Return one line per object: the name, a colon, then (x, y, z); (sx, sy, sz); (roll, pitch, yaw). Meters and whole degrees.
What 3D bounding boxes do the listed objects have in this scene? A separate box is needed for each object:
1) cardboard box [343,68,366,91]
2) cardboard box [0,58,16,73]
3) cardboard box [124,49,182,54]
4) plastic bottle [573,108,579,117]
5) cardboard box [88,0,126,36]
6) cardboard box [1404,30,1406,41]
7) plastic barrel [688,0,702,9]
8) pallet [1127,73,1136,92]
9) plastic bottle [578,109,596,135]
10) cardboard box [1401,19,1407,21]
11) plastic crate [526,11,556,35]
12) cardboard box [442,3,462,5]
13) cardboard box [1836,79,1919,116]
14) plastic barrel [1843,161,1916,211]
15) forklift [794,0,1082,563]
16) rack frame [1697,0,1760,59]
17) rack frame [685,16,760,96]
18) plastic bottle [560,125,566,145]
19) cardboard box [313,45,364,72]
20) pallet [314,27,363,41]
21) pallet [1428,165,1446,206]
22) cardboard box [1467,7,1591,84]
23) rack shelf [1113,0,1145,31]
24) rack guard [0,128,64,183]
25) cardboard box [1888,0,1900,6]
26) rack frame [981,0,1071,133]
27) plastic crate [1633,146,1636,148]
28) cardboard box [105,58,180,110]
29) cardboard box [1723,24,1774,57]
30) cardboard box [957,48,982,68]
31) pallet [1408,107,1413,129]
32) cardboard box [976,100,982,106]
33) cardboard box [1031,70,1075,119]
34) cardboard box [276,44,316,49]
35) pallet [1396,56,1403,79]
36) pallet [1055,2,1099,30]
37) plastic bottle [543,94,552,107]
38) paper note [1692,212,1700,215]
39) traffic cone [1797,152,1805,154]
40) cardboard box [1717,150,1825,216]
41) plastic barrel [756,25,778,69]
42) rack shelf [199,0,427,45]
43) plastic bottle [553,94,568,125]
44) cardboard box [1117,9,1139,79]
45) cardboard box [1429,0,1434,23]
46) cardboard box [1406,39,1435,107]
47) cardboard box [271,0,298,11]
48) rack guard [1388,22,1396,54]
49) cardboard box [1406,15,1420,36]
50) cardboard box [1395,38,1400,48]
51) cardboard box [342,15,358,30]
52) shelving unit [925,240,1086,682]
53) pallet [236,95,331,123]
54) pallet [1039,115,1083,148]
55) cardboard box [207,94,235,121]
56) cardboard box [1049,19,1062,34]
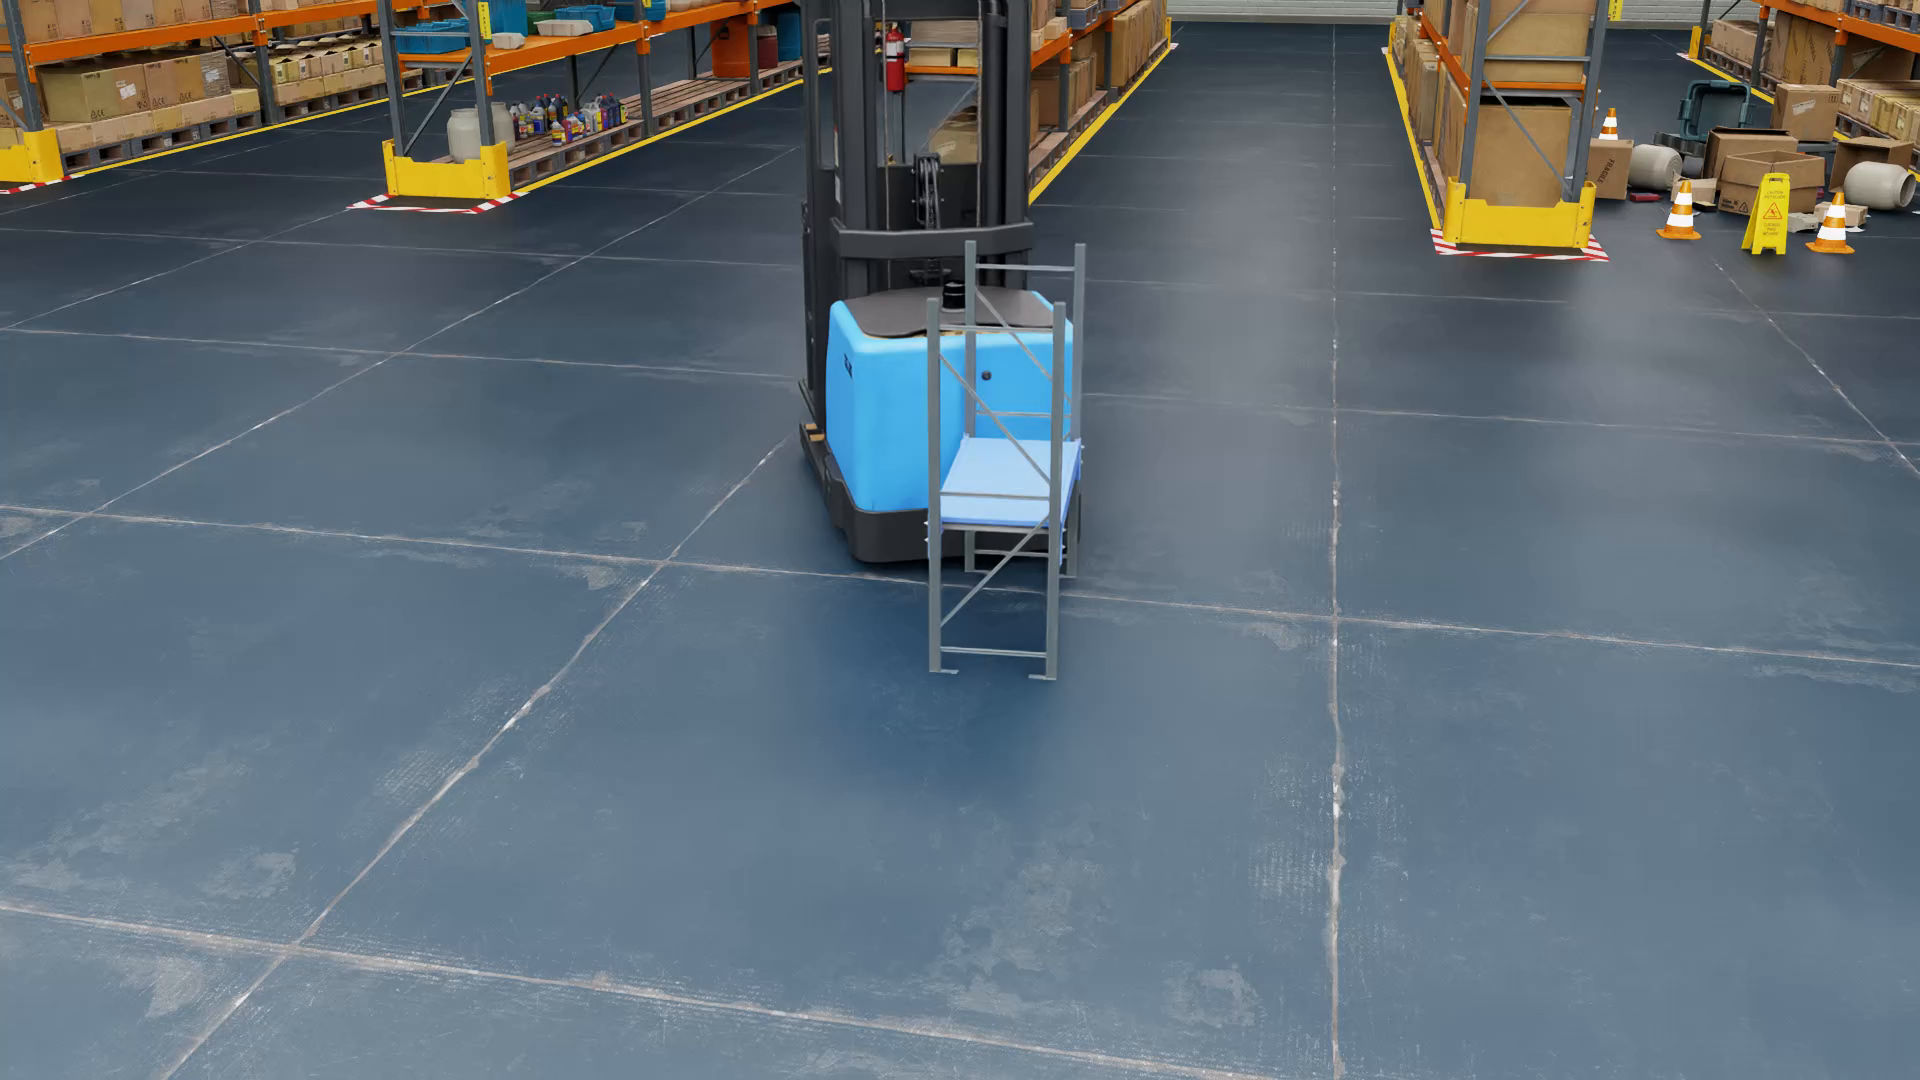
cardboard box: (-8.348, -6.193, 22.334); (0.500, 0.250, 0.500); (5, 22, 12)
cardboard box: (-13.502, -6.650, 23.108); (0.700, 0.500, 0.500); (5, 22, 12)
cardboard box: (-9.481, -5.521, 19.660); (0.500, 0.500, 0.500); (4, 22, 11)
plastic bottle: (-4.233, -4.651, 18.433); (0.061, 0.283, 0.133); (4, 22, 11)
cardboard box: (-9.485, -5.709, 17.881); (0.700, 0.500, 0.500); (5, 22, 11)
cardboard box: (7.010, -7.732, 25.493); (0.380, 0.149, 0.250); (5, 22, 12)
plastic barrel: (-3.490, -7.026, 21.103); (0.433, 0.535, 0.433); (0, 22, 0)
pallet: (2.013, -6.723, 24.264); (1.003, 0.211, 1.213); (4, 22, 11)
plastic bottle: (-4.129, -4.639, 18.415); (0.152, 0.276, 0.135); (5, 22, 12)
cardboard box: (7.470, -8.493, 27.384); (0.380, 0.149, 0.250); (3, 22, 8)
plastic crate: (-4.691, -5.630, 18.102); (0.450, 0.188, 0.662); (4, 22, 11)
cardboard box: (-7.895, -8.377, 26.391); (0.500, 0.250, 0.500); (5, 22, 11)
cardboard box: (11.104, -5.303, 19.962); (0.950, 0.372, 0.625); (3, 22, 7)
plastic barrel: (8.536, -3.283, 15.440); (0.421, 0.421, 0.512); (-16, 27, -35)
forklift: (-0.255, -1.777, 8.344); (1.130, 2.935, 3.031); (-5, 22, -11)
rack frame: (12.861, -9.459, 27.325); (1.000, 3.000, 0.127); (4, 22, 11)
rack frame: (-3.321, -7.666, 22.874); (1.000, 3.000, 0.127); (4, 22, 11)
plastic bottle: (-4.258, -4.324, 17.731); (0.097, 0.201, 0.097); (0, 22, 0)
cardboard box: (-8.345, -6.457, 22.238); (0.500, 0.311, 0.500); (5, 22, 12)
pallet: (-11.725, -9.311, 30.689); (1.003, 0.211, 1.213); (4, 22, 11)
pallet: (5.068, -3.398, 16.008); (1.003, 0.211, 1.213); (4, 22, 11)
cardboard box: (4.761, -4.157, 13.959); (0.875, 0.550, 0.550); (4, 22, 11)
rack shelf: (1.936, -7.687, 23.887); (1.077, 0.370, 4.000); (4, 22, 11)
rack guard: (-9.807, -3.951, 16.996); (1.175, 0.500, 0.348); (4, 22, 11)
cardboard box: (10.740, -6.117, 18.800); (0.380, 0.149, 0.250); (6, 23, 14)
rack frame: (0.711, -5.826, 18.304); (1.000, 3.000, 0.127); (4, 22, 11)
plastic crate: (6.793, -3.970, 17.382); (0.450, 0.188, 0.662); (7, 21, 42)
cardboard box: (-9.166, -5.114, 18.652); (0.500, 0.500, 0.500); (4, 22, 11)
cardboard box: (12.646, -7.881, 26.275); (0.875, 0.438, 0.875); (5, 22, 12)
cardboard box: (0.187, -4.333, 14.933); (0.380, 0.149, 0.250); (4, 22, 11)
pallet: (6.128, -5.298, 20.725); (1.003, 0.211, 1.213); (4, 22, 11)
cardboard box: (0.431, -4.275, 17.237); (0.500, 0.500, 0.500); (2, 22, 6)
cardboard box: (0.973, -5.267, 19.672); (0.700, 0.500, 0.500); (4, 22, 11)
cardboard box: (-8.874, -6.489, 22.317); (0.500, 0.311, 0.500); (4, 22, 10)
pallet: (7.281, -7.292, 25.676); (1.003, 0.211, 1.213); (4, 22, 11)
pallet: (1.010, -6.005, 19.007); (1.003, 0.211, 1.213); (4, 22, 11)
plastic bottle: (-4.708, -4.915, 19.000); (0.144, 0.351, 0.185); (5, 22, 12)
paper note: (6.704, -2.999, 15.261); (0.144, 0.017, 0.142); (13, 25, 29)
traffic cone: (9.295, -4.454, 18.293); (0.336, 0.463, 0.334); (4, 22, 11)
cardboard box: (7.476, -3.285, 15.337); (0.797, 0.503, 0.637); (-11, 25, -26)
plastic barrel: (-3.008, -7.336, 24.719); (0.600, 0.588, 0.708); (4, 22, 11)
rack shelf: (-8.578, -6.980, 22.133); (1.077, 0.370, 4.000); (4, 22, 11)
plastic bottle: (-4.567, -4.904, 18.973); (0.144, 0.351, 0.185); (4, 22, 11)
cardboard box: (1.878, -7.074, 23.686); (1.225, 0.875, 0.875); (5, 22, 11)
cardboard box: (5.698, -6.224, 19.159); (0.500, 0.500, 0.500); (4, 22, 10)
cardboard box: (6.150, -5.809, 20.712); (1.050, 0.750, 0.750); (4, 22, 10)
cardboard box: (-8.605, -6.774, 20.996); (0.380, 0.149, 0.250); (4, 22, 11)
rack guard: (7.979, -8.612, 28.569); (1.175, 0.500, 0.348); (4, 22, 11)
cardboard box: (6.769, -7.470, 24.166); (0.500, 0.250, 0.500); (3, 22, 9)
cardboard box: (7.398, -8.226, 27.518); (0.380, 0.149, 0.250); (5, 22, 12)
cardboard box: (-11.636, -9.752, 30.837); (0.700, 0.500, 0.500); (4, 22, 9)
shelving unit: (0.200, -0.350, 6.715); (0.538, 1.500, 1.048); (3, 22, 7)
pallet: (-8.874, -5.562, 21.380); (1.003, 0.211, 1.213); (4, 22, 11)
pallet: (0.869, -4.817, 19.532); (1.003, 0.211, 1.213); (4, 22, 11)
cardboard box: (-8.978, -5.134, 19.703); (0.500, 0.250, 0.500); (4, 22, 11)
cardboard box: (0.895, -5.518, 17.875); (0.380, 0.149, 0.250); (4, 22, 11)
